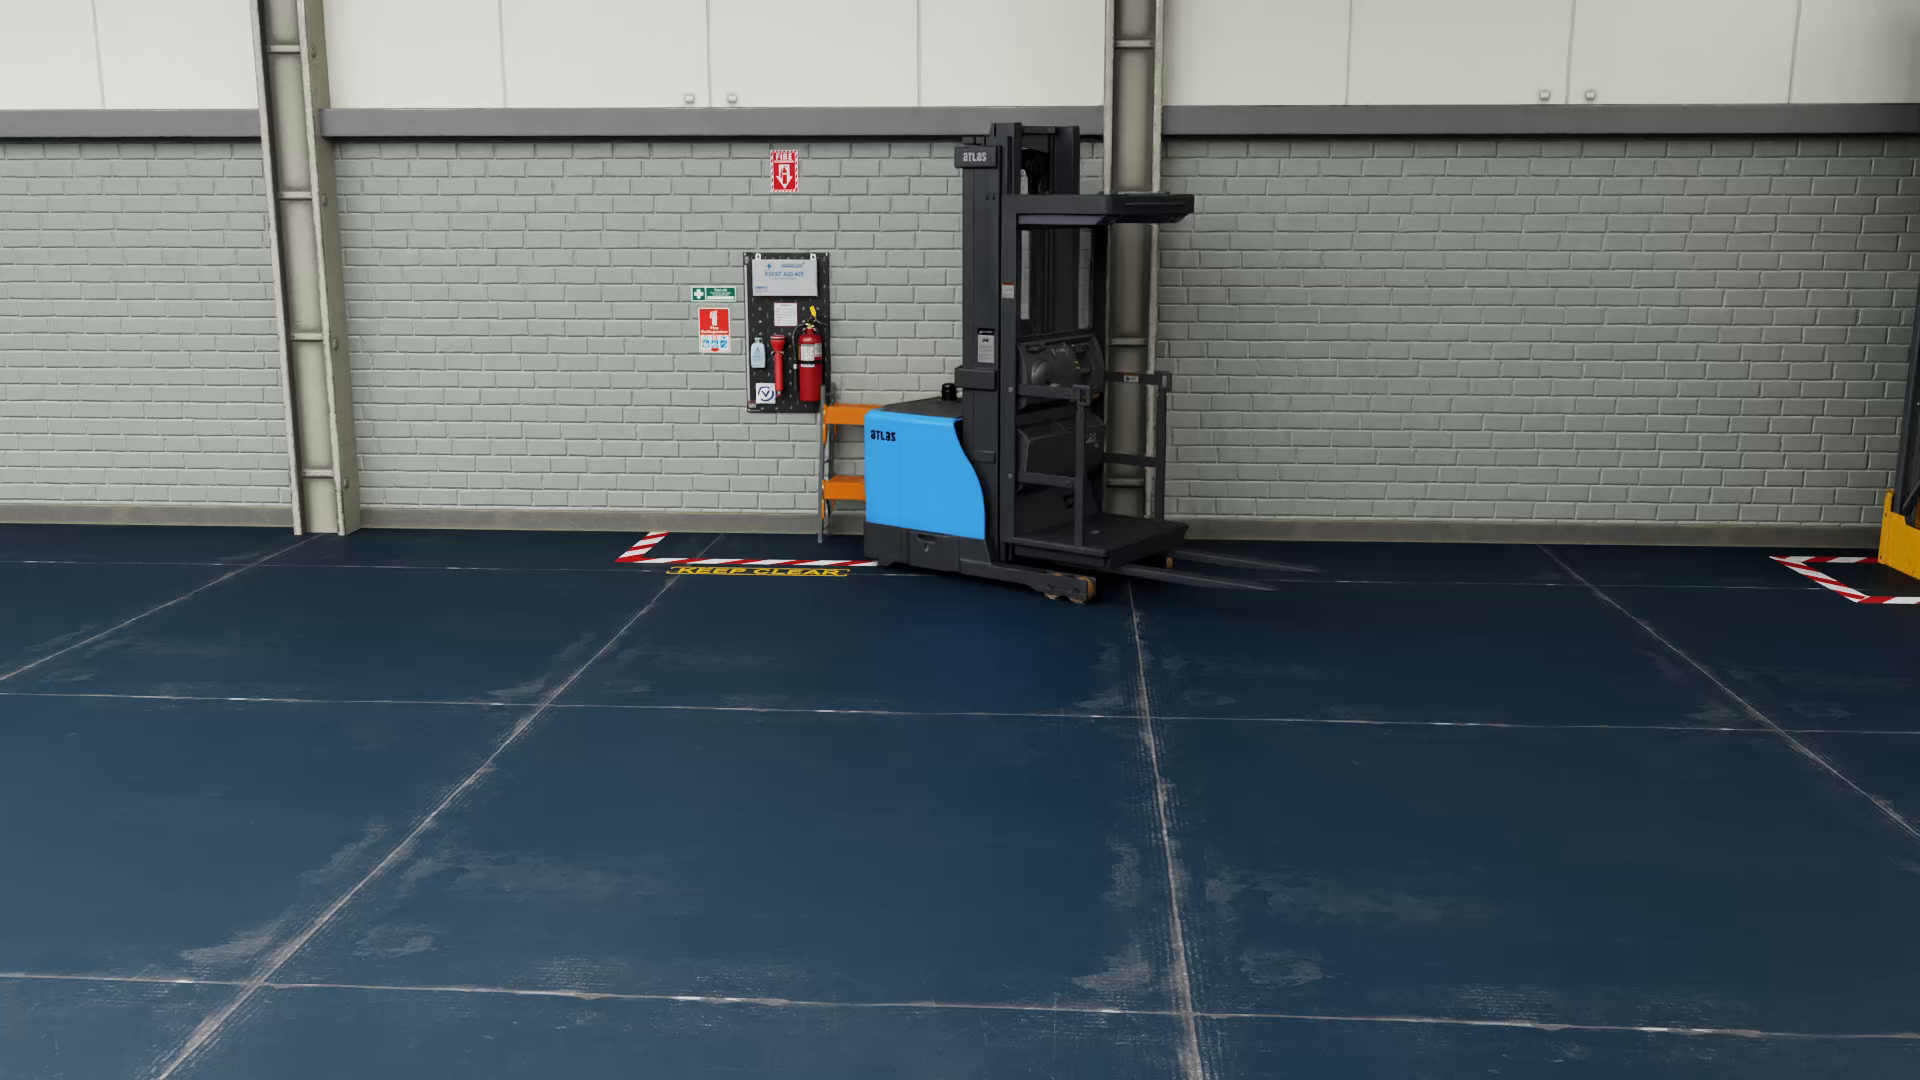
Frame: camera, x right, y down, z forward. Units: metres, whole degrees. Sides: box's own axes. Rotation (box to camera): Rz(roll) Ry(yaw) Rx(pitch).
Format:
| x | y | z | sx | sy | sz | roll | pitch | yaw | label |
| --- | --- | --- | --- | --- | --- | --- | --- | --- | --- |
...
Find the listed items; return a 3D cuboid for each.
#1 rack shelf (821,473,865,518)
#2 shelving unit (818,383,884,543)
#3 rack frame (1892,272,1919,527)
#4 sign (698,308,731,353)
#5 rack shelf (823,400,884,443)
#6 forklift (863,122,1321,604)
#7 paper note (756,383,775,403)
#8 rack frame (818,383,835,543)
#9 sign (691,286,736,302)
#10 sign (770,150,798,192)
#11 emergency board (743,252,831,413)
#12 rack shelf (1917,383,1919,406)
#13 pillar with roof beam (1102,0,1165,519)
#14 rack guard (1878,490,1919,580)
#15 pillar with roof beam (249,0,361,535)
| x | y | z | sx | sy | sz | roll | pitch | yaw | label |
| --- | --- | --- | --- | --- | --- | --- | --- | --- | --- |
| -0.471 | -0.308 | 12.094 | 1.000 | 0.278 | 0.538 | 2 | 8 | 4 | rack shelf |
| -0.463 | -0.550 | 12.061 | 1.048 | 1.125 | 0.538 | 2 | 8 | 4 | shelving unit |
| 6.431 | -1.207 | 10.711 | 0.127 | 3.000 | 1.000 | 1 | 12 | 4 | rack frame |
| -1.807 | -1.544 | 12.235 | 0.234 | 0.329 | 0.001 | 1 | 12 | 4 | sign |
| -0.454 | -0.840 | 12.021 | 1.000 | 0.278 | 0.538 | 2 | 8 | 4 | rack shelf |
| 0.824 | -1.161 | 10.660 | 3.031 | 2.935 | 1.130 | 9 | 15 | 36 | forklift |
| -1.435 | -1.083 | 12.271 | 0.142 | 0.148 | 0.016 | 1 | 12 | 4 | paper note |
| -0.970 | -0.571 | 12.095 | 0.032 | 1.125 | 0.500 | 2 | 8 | 4 | rack frame |
| -1.803 | -1.801 | 12.172 | 0.331 | 0.109 | 0.001 | 1 | 12 | 4 | sign |
| -1.264 | -2.653 | 11.962 | 0.199 | 0.298 | 0.001 | 1 | 12 | 4 | sign |
| -1.263 | -1.498 | 12.102 | 0.643 | 1.169 | 0.194 | 1 | 12 | 4 | emergency board |
| 8.427 | -0.827 | 10.654 | 4.000 | 0.370 | 1.077 | 1 | 12 | 4 | rack shelf |
| 0.913 | -3.513 | 7.084 | 0.400 | 9.000 | 9.100 | 1 | 12 | 4 | pillar with roof beam |
| 6.507 | 0.018 | 10.962 | 0.348 | 0.500 | 1.175 | 1 | 12 | 4 | rack guard |
| -5.074 | -3.595 | 7.477 | 0.400 | 9.000 | 9.100 | 1 | 12 | 4 | pillar with roof beam |
